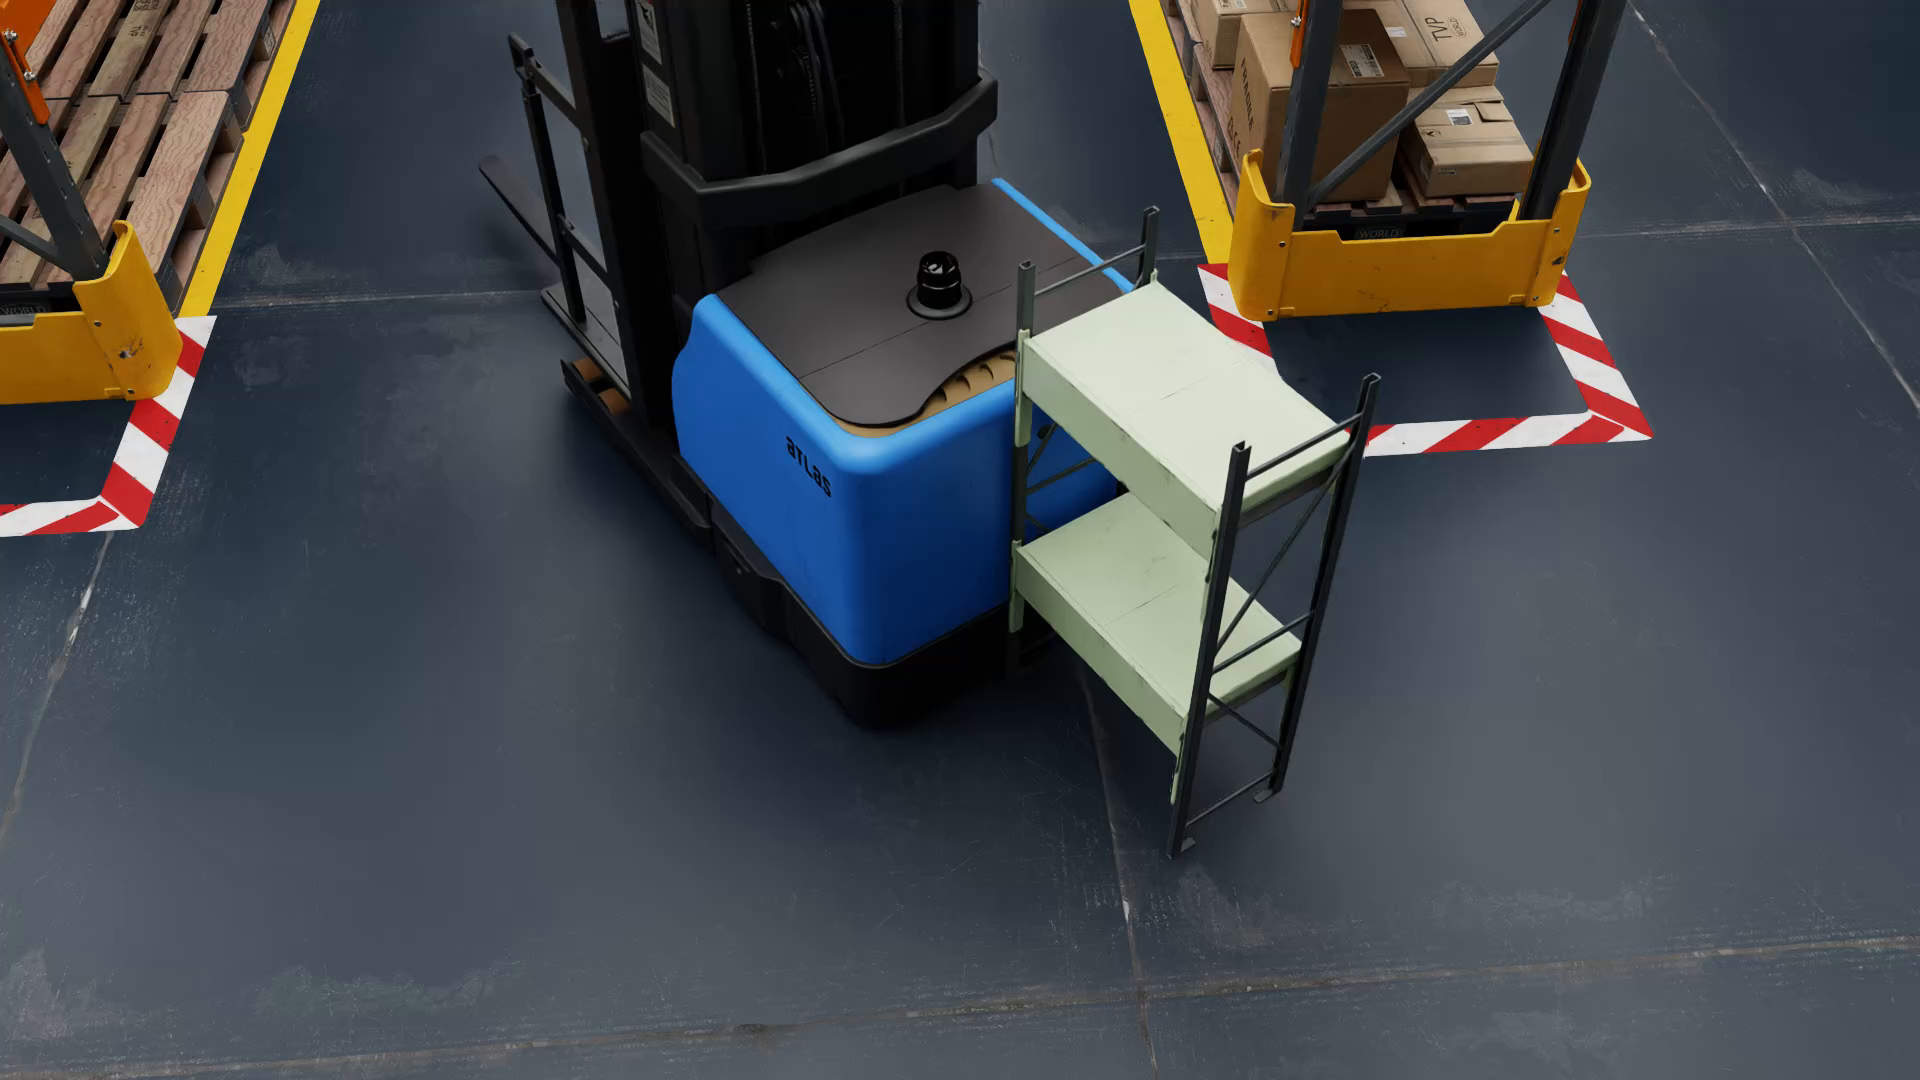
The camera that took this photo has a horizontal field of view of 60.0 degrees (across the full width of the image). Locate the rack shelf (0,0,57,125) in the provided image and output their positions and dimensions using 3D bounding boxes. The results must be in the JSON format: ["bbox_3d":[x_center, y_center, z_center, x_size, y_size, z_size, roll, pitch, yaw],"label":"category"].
[{"bbox_3d":[-3.513,-2.821,6.352,1.077,0.370,4.000,-3,47,-3],"label":"rack shelf"}]

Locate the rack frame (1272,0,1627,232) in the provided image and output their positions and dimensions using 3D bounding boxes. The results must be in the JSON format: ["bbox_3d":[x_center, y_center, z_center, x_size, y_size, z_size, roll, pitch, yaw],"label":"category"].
[{"bbox_3d":[1.591,-1.920,5.002,1.000,3.000,0.127,-3,47,-3],"label":"rack frame"}]

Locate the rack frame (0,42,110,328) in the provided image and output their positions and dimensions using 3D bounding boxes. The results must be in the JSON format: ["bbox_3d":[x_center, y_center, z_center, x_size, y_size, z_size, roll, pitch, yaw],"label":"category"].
[{"bbox_3d":[-3.345,-1.622,4.720,1.000,3.000,0.127,-3,47,-3],"label":"rack frame"}]

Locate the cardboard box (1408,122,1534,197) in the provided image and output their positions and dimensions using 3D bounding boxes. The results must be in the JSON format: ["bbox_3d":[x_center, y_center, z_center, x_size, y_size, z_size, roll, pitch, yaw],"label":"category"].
[{"bbox_3d":[1.898,-1.415,6.185,0.380,0.149,0.250,-3,47,-3],"label":"cardboard box"}]

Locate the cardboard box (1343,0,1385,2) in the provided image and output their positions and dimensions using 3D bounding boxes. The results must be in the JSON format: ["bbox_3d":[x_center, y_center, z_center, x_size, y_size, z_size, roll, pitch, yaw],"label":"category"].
[{"bbox_3d":[1.744,-2.260,6.915,0.500,0.250,0.500,-3,47,-3],"label":"cardboard box"}]

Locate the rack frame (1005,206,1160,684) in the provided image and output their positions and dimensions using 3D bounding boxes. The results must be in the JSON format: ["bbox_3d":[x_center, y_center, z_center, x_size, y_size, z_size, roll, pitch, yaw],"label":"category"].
[{"bbox_3d":[0.302,-0.186,4.393,0.400,1.500,0.023,-27,52,-23],"label":"rack frame"}]

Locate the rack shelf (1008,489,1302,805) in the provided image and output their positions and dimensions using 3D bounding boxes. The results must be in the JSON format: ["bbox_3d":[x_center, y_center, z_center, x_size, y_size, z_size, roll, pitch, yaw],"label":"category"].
[{"bbox_3d":[0.511,0.256,4.424,0.431,0.370,0.720,-27,52,-23],"label":"rack shelf"}]

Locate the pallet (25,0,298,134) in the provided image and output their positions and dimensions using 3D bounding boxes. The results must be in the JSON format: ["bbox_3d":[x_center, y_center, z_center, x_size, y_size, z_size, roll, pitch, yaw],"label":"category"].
[{"bbox_3d":[-3.475,-2.142,7.134,1.003,0.211,1.213,-3,47,-3],"label":"pallet"}]

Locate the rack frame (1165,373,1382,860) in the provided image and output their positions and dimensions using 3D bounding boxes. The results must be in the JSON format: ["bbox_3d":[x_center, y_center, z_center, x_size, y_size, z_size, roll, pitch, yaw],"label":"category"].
[{"bbox_3d":[0.720,0.250,3.980,0.400,1.500,0.023,-27,52,-23],"label":"rack frame"}]

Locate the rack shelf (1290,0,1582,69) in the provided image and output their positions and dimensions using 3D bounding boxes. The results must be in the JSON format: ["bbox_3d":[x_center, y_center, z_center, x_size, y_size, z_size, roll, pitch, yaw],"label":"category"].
[{"bbox_3d":[1.424,-3.120,6.634,1.077,0.370,4.000,-3,47,-3],"label":"rack shelf"}]

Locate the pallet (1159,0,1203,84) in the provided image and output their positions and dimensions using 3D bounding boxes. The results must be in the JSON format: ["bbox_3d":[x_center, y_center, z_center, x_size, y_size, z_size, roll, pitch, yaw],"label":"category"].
[{"bbox_3d":[1.418,-2.473,7.447,1.003,0.211,1.213,-3,47,-3],"label":"pallet"}]

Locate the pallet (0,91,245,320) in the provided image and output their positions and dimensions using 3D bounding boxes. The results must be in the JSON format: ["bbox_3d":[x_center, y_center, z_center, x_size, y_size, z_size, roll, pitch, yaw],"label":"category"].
[{"bbox_3d":[-3.376,-1.262,6.300,1.003,0.211,1.213,-3,47,-3],"label":"pallet"}]

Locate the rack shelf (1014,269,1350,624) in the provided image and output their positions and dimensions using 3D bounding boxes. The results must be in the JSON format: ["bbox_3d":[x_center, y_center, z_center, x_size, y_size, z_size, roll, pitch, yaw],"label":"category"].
[{"bbox_3d":[0.511,-0.236,3.903,0.431,0.370,0.720,-27,52,-23],"label":"rack shelf"}]

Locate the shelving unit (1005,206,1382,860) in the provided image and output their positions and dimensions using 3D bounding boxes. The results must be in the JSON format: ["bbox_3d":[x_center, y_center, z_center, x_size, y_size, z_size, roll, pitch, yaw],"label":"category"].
[{"bbox_3d":[0.511,0.032,4.187,0.431,1.500,0.755,-27,52,-23],"label":"shelving unit"}]

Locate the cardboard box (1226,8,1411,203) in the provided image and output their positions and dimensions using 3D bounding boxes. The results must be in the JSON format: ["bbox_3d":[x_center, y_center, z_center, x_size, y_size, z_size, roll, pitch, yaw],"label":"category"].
[{"bbox_3d":[1.300,-1.590,6.109,0.500,0.500,0.500,-3,47,-3],"label":"cardboard box"}]

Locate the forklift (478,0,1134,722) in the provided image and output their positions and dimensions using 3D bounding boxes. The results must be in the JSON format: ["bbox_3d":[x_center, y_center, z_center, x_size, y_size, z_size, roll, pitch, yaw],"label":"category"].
[{"bbox_3d":[-0.691,-1.536,4.686,1.130,2.935,3.031,-27,52,-23],"label":"forklift"}]

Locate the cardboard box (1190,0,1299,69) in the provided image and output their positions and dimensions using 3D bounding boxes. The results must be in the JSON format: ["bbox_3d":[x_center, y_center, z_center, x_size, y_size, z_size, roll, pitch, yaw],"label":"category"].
[{"bbox_3d":[1.250,-2.193,6.852,0.500,0.250,0.500,-3,47,-3],"label":"cardboard box"}]

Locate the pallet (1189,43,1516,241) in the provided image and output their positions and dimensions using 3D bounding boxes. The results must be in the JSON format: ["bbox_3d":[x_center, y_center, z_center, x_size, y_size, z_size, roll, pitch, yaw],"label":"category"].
[{"bbox_3d":[1.517,-1.593,6.613,1.003,0.211,1.213,-3,47,-3],"label":"pallet"}]

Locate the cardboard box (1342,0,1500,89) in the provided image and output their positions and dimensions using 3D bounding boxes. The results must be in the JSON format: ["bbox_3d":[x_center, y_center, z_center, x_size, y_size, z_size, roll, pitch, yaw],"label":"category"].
[{"bbox_3d":[1.786,-1.898,6.573,0.500,0.250,0.500,-3,47,-3],"label":"cardboard box"}]

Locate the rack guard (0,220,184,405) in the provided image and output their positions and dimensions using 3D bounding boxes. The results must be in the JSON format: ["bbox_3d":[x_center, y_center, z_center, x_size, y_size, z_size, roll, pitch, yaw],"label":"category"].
[{"bbox_3d":[-3.330,-0.746,5.612,1.175,0.500,0.348,-3,47,-3],"label":"rack guard"}]

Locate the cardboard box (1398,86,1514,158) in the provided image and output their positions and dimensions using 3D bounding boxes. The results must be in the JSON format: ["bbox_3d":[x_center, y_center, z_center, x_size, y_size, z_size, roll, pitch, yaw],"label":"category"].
[{"bbox_3d":[1.877,-1.602,6.349,0.380,0.166,0.250,-3,47,-3],"label":"cardboard box"}]

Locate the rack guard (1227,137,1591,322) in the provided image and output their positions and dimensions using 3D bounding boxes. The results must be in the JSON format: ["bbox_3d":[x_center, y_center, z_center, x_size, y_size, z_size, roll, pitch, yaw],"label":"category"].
[{"bbox_3d":[1.585,-1.115,5.962,1.175,0.500,0.348,-3,47,-3],"label":"rack guard"}]
